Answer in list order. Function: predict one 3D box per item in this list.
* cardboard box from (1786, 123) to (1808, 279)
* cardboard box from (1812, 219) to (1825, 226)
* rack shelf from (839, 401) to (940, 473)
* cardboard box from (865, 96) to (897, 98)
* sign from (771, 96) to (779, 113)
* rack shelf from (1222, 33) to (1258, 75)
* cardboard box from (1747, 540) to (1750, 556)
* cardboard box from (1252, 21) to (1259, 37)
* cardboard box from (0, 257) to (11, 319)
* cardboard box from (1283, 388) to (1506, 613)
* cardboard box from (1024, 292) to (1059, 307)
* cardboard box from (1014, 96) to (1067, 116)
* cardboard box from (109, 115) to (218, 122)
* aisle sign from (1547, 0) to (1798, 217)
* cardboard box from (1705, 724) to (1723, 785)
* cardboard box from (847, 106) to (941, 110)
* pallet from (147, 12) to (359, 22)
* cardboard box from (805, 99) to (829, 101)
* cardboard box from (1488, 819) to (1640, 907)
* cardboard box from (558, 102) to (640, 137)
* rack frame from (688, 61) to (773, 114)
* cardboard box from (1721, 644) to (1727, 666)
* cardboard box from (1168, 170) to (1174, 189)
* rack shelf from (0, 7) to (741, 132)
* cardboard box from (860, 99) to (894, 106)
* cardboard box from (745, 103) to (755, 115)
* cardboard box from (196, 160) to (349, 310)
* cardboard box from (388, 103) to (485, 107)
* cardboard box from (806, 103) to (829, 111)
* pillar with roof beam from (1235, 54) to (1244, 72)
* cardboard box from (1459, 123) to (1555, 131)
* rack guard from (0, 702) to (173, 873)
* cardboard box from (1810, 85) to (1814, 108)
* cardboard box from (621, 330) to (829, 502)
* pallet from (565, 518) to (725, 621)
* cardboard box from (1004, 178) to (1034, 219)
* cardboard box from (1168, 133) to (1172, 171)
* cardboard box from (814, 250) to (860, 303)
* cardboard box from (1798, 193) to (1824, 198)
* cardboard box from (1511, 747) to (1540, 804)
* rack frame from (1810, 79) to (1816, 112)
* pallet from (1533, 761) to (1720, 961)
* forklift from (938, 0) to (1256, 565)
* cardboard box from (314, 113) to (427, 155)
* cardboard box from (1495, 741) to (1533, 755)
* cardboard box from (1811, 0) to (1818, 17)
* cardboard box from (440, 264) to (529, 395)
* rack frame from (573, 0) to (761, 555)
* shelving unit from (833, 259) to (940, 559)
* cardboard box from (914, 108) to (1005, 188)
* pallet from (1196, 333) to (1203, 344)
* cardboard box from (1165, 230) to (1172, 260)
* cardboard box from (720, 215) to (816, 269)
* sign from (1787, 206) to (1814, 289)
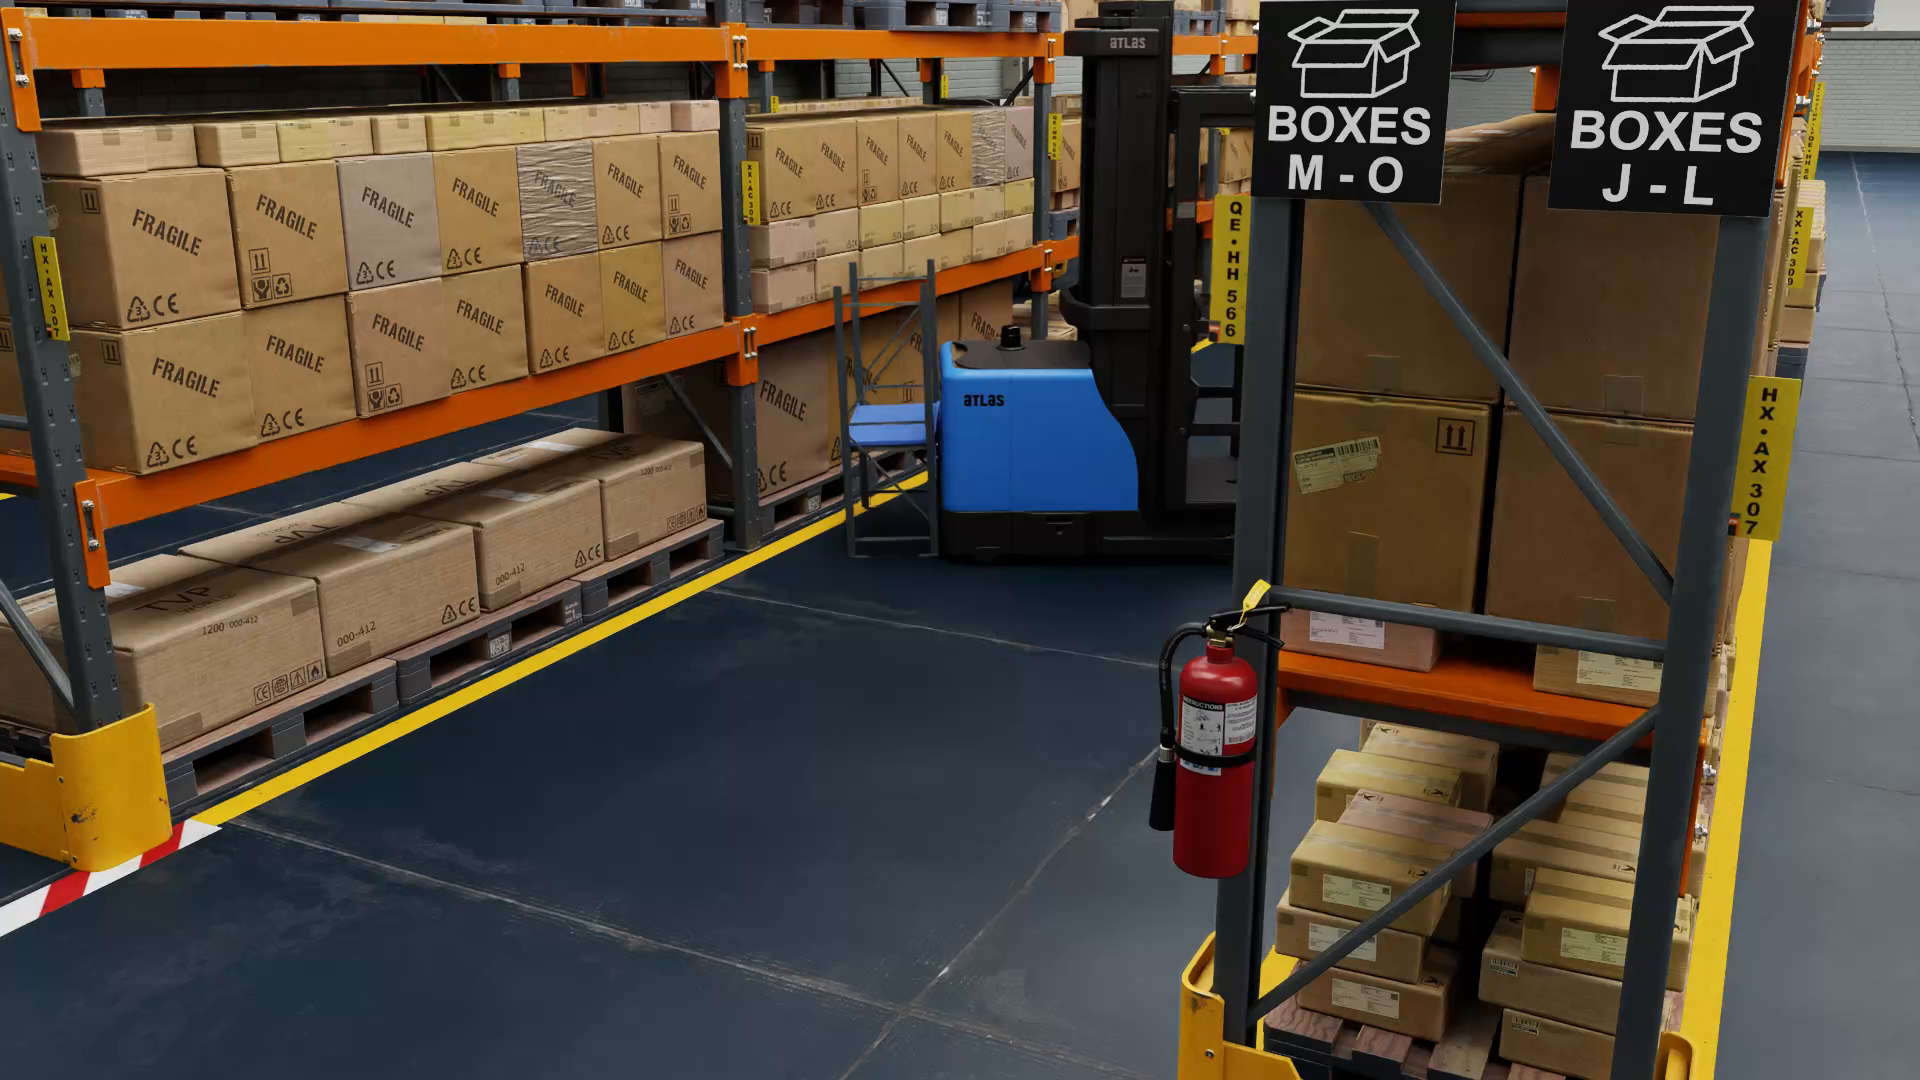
[{"bbox_3d":[2.685,-1.215,5.894,0.500,0.500,0.500,7,18,24],"label":"cardboard box"},{"bbox_3d":[3.703,-1.377,7.550,0.380,0.149,0.250,8,18,26],"label":"cardboard box"},{"bbox_3d":[-0.377,-0.599,9.505,0.538,0.185,1.000,-2,17,2],"label":"rack shelf"},{"bbox_3d":[-1.016,-5.566,21.159,0.380,0.149,0.250,8,18,24],"label":"cardboard box"},{"bbox_3d":[-1.972,-4.555,17.697,0.100,0.325,0.005,8,18,25],"label":"sign"},{"bbox_3d":[2.874,-5.076,17.342,1.077,0.370,4.000,8,18,25],"label":"rack shelf"},{"bbox_3d":[3.682,-0.124,8.328,0.500,0.500,0.500,9,19,28],"label":"cardboard box"},{"bbox_3d":[2.795,-5.102,16.605,0.380,0.149,0.250,7,18,24],"label":"cardboard box"},{"bbox_3d":[-3.379,-1.097,6.019,0.500,0.500,0.500,9,19,27],"label":"cardboard box"},{"bbox_3d":[1.063,-0.151,4.066,0.500,0.500,0.500,9,19,26],"label":"cardboard box"},{"bbox_3d":[1.121,-1.921,14.600,0.950,0.372,0.625,9,19,27],"label":"cardboard box"},{"bbox_3d":[0.672,-3.610,13.836,0.380,0.149,0.250,7,18,23],"label":"cardboard box"},{"bbox_3d":[-3.119,-1.575,6.489,0.380,0.149,0.250,9,19,27],"label":"cardboard box"},{"bbox_3d":[1.328,-1.003,3.066,0.394,0.787,0.004,8,18,25],"label":"aisle sign"},{"bbox_3d":[2.547,0.740,6.033,0.380,0.149,0.250,8,18,25],"label":"cardboard box"},{"bbox_3d":[-0.459,-2.760,11.617,0.500,0.500,0.500,8,18,26],"label":"cardboard box"},{"bbox_3d":[-5.222,-3.836,12.234,1.213,0.211,1.003,8,18,25],"label":"pallet"},{"bbox_3d":[-1.732,-5.176,19.845,0.380,0.149,0.250,8,18,26],"label":"cardboard box"},{"bbox_3d":[1.646,0.891,4.480,0.380,0.149,0.250,8,19,26],"label":"cardboard box"},{"bbox_3d":[-1.782,-2.040,8.052,0.380,0.149,0.250,8,18,25],"label":"cardboard box"},{"bbox_3d":[-2.462,-4.104,18.075,1.000,3.000,0.127,8,18,25],"label":"rack frame"},{"bbox_3d":[2.546,0.443,5.988,0.380,0.149,0.250,7,18,23],"label":"cardboard box"},{"bbox_3d":[1.670,-3.188,14.693,0.380,0.149,0.250,8,18,26],"label":"cardboard box"},{"bbox_3d":[-2.488,-2.020,7.051,1.077,0.370,4.000,8,18,25],"label":"rack shelf"},{"bbox_3d":[-1.016,-5.235,20.045,0.380,0.149,0.250,9,19,27],"label":"cardboard box"},{"bbox_3d":[-2.440,-4.784,18.526,0.380,0.149,0.250,8,18,24],"label":"cardboard box"},{"bbox_3d":[-2.688,-1.163,6.240,0.500,0.500,0.500,8,18,24],"label":"cardboard box"},{"bbox_3d":[-2.455,-1.970,7.816,0.380,0.149,0.250,8,18,24],"label":"cardboard box"},{"bbox_3d":[-1.705,-4.846,18.734,0.380,0.149,0.250,9,19,27],"label":"cardboard box"},{"bbox_3d":[10.103,-11.974,34.032,9.100,9.000,0.400,8,18,25],"label":"pillar with roof beam"},{"bbox_3d":[1.989,-1.159,5.706,0.500,0.500,0.500,8,19,26],"label":"cardboard box"},{"bbox_3d":[-3.392,0.787,5.996,1.175,0.500,0.348,8,18,25],"label":"rack guard"},{"bbox_3d":[7.878,-4.237,16.360,0.875,0.550,0.550,8,18,25],"label":"cardboard box"},{"bbox_3d":[-1.389,-0.787,9.900,0.875,0.875,0.875,9,19,27],"label":"cardboard box"},{"bbox_3d":[-2.004,0.084,8.869,1.003,0.211,1.213,8,18,25],"label":"pallet"},{"bbox_3d":[0.204,-2.467,11.947,0.500,0.250,0.500,8,18,25],"label":"cardboard box"},{"bbox_3d":[1.523,-3.462,14.475,0.500,0.500,0.500,9,19,27],"label":"cardboard box"},{"bbox_3d":[-0.932,-1.575,9.821,0.500,0.250,0.500,8,18,24],"label":"cardboard box"},{"bbox_3d":[4.398,-1.774,8.888,0.380,0.149,0.250,8,18,25],"label":"cardboard box"},{"bbox_3d":[1.837,0.797,5.841,0.380,0.149,0.250,9,19,27],"label":"cardboard box"},{"bbox_3d":[8.241,-3.889,17.348,1.000,3.000,0.127,8,18,25],"label":"rack frame"},{"bbox_3d":[2.067,0.992,5.813,1.003,0.211,1.213,8,18,25],"label":"pallet"},{"bbox_3d":[1.396,-1.417,9.147,3.031,2.935,1.130,0,17,-2],"label":"forklift"},{"bbox_3d":[-2.382,-1.639,6.704,0.380,0.149,0.250,8,18,26],"label":"cardboard box"},{"bbox_3d":[1.727,0.575,5.546,0.380,0.149,0.250,7,18,24],"label":"cardboard box"},{"bbox_3d":[2.442,-1.784,5.256,0.500,0.250,0.500,8,18,25],"label":"cardboard box"},{"bbox_3d":[-2.257,-0.940,7.246,0.500,0.500,0.500,9,19,27],"label":"cardboard box"},{"bbox_3d":[-1.594,-1.436,9.091,1.000,3.000,0.127,8,18,25],"label":"rack frame"},{"bbox_3d":[-0.384,-0.771,9.454,0.538,1.500,1.048,-2,17,2],"label":"shelving unit"},{"bbox_3d":[-0.026,-2.685,11.366,0.500,0.500,0.500,8,19,26],"label":"cardboard box"},{"bbox_3d":[1.634,-1.939,15.680,1.003,0.211,1.213,8,18,25],"label":"pallet"},{"bbox_3d":[2.005,-2.901,16.799,0.500,0.500,0.500,8,18,25],"label":"cardboard box"},{"bbox_3d":[-1.145,-1.680,9.298,0.500,0.250,0.500,8,18,24],"label":"cardboard box"},{"bbox_3d":[3.368,-1.180,6.708,0.100,0.325,0.005,8,18,25],"label":"sign"}]
